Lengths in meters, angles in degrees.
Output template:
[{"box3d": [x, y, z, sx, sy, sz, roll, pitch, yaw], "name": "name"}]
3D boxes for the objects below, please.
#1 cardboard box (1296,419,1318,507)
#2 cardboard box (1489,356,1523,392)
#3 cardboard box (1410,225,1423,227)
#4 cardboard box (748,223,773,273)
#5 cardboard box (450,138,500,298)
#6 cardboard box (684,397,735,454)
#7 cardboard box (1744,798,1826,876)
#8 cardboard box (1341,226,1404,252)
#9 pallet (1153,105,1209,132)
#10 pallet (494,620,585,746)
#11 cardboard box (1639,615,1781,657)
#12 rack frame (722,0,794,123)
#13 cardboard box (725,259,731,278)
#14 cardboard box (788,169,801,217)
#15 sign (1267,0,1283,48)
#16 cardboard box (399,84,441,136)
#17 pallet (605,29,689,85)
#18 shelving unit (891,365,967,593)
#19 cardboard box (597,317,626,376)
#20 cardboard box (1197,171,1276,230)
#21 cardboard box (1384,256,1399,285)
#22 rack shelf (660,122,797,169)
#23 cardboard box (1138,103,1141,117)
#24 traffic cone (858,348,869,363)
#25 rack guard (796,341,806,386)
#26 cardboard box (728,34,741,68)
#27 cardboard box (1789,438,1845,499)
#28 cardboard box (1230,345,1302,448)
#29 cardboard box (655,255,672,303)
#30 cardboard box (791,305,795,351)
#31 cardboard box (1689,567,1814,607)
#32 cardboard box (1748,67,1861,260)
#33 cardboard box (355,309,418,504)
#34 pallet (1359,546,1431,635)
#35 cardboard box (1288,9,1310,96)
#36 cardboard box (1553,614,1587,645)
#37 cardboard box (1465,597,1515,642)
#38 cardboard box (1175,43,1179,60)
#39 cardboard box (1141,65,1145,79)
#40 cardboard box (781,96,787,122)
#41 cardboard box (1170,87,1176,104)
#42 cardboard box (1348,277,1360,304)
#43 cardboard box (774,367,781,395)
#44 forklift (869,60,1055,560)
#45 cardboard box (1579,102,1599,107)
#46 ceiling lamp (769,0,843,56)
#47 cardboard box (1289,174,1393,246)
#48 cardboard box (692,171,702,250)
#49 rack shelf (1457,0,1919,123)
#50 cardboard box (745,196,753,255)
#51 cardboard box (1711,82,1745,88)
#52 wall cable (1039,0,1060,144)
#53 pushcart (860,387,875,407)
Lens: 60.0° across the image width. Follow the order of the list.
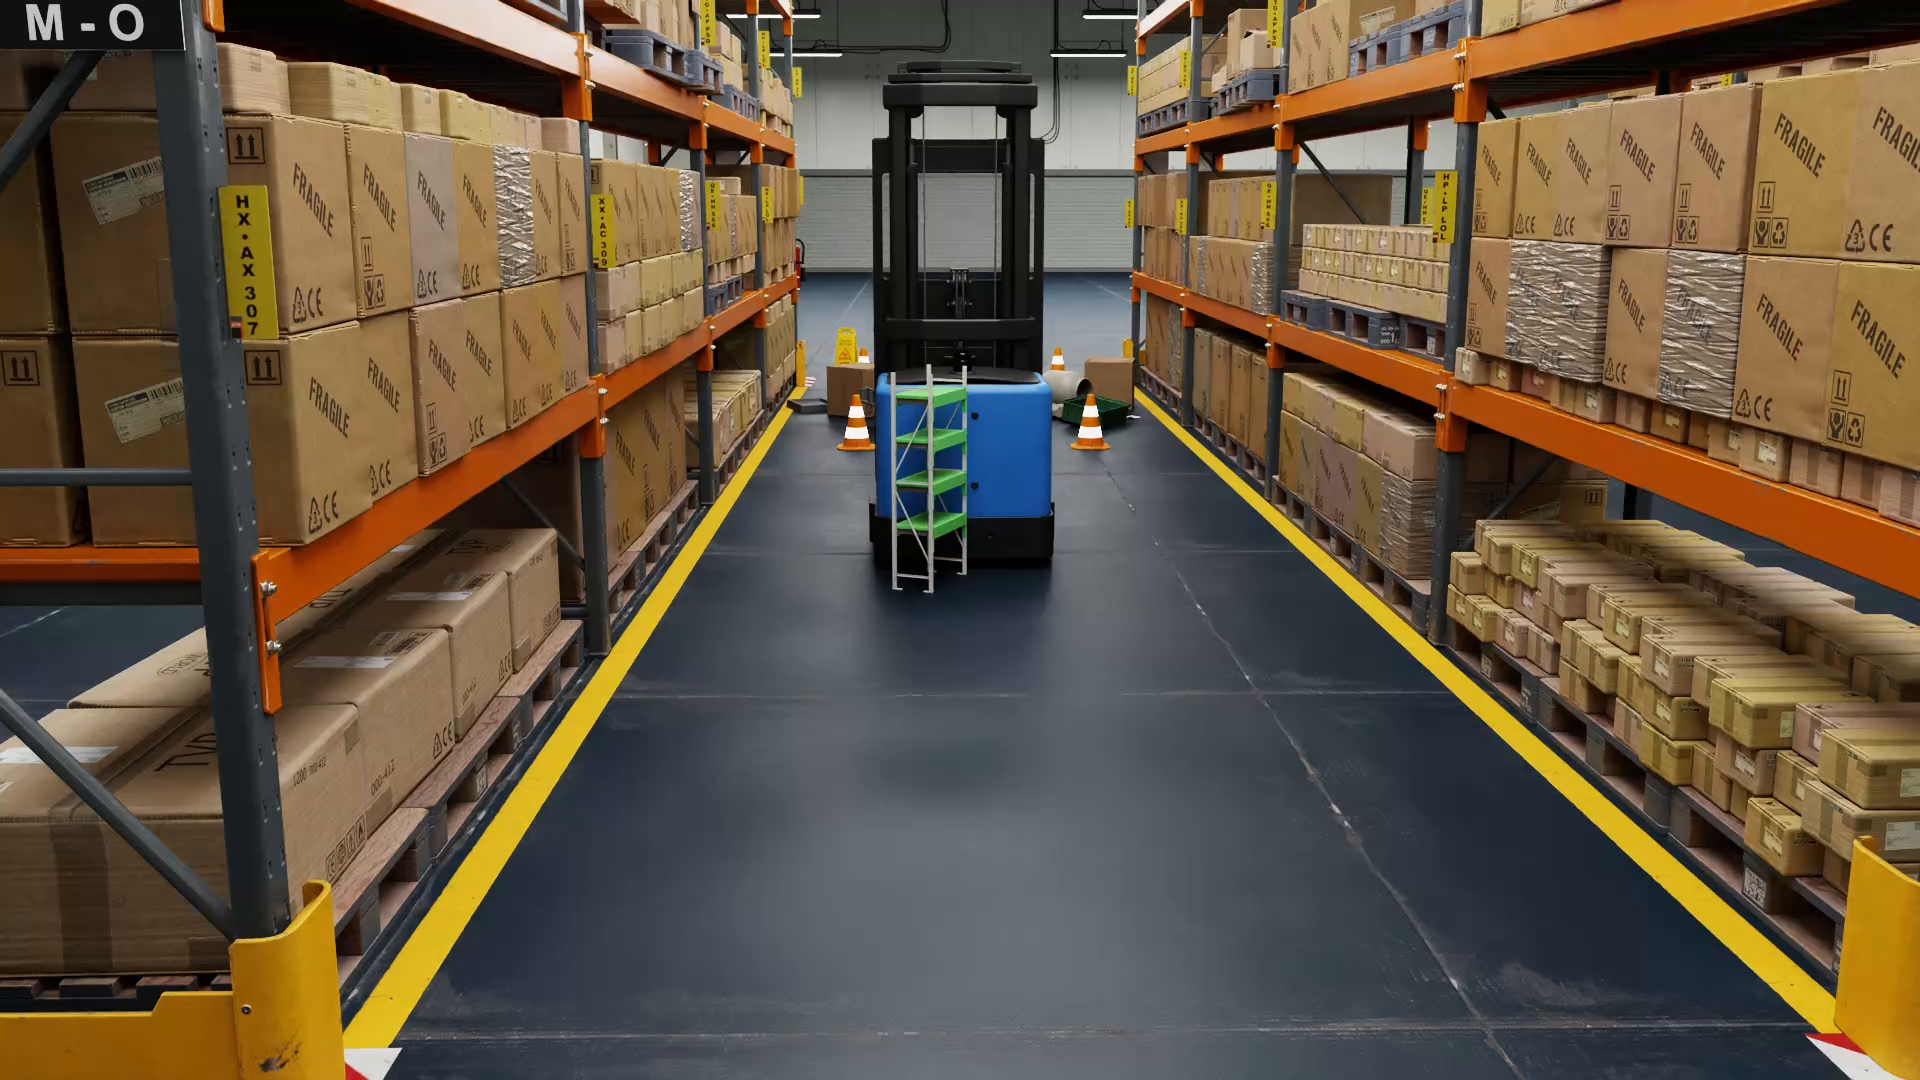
[{"box3d": [2.475, -0.500, 10.710, 0.500, 0.500, 0.500, 0, 11, 0], "name": "cardboard box"}, {"box3d": [2.542, -0.734, 7.264, 0.380, 0.149, 0.250, 0, 11, 1], "name": "cardboard box"}, {"box3d": [3.173, -1.990, 10.901, 0.380, 0.149, 0.250, 0, 11, -2], "name": "cardboard box"}, {"box3d": [-2.059, -2.799, 15.811, 0.500, 0.500, 0.500, 0, 11, -1], "name": "cardboard box"}, {"box3d": [-1.853, -1.070, 5.522, 0.500, 0.500, 0.500, 0, 11, -1], "name": "cardboard box"}, {"box3d": [-2.271, -0.897, 12.991, 0.950, 0.372, 0.625, 0, 11, -2], "name": "cardboard box"}, {"box3d": [2.541, 0.866, 4.859, 0.380, 0.149, 0.250, 0, 11, 1], "name": "cardboard box"}, {"box3d": [2.538, -1.834, 10.133, 0.380, 0.149, 0.250, 0, 11, 1], "name": "cardboard box"}, {"box3d": [2.590, -4.387, 17.318, 1.003, 0.211, 1.213, 0, 11, -1], "name": "pallet"}, {"box3d": [-2.226, 0.593, 7.106, 1.003, 0.211, 1.213, 0, 11, -1], "name": "pallet"}, {"box3d": [2.624, 0.366, 5.828, 0.380, 0.149, 0.250, -1, 11, -3], "name": "cardboard box"}, {"box3d": [-2.411, -6.251, 18.737, 1.000, 3.000, 0.127, 0, 11, -1], "name": "rack frame"}, {"box3d": [-2.051, -2.190, 13.385, 0.380, 0.149, 0.250, 0, 11, 1], "name": "cardboard box"}, {"box3d": [-2.066, -3.693, 17.705, 0.700, 0.500, 0.500, 0, 11, -2], "name": "cardboard box"}, {"box3d": [2.146, -3.522, 11.333, 0.100, 0.325, 0.005, 0, 11, -1], "name": "sign"}, {"box3d": [-1.823, -1.317, 5.107, 0.380, 0.149, 0.250, 0, 11, -1], "name": "cardboard box"}, {"box3d": [-2.153, -2.748, 9.490, 1.003, 0.211, 1.213, 0, 11, 1], "name": "pallet"}, {"box3d": [-0.167, -0.352, 9.275, 0.258, 1.200, 0.503, 5, 12, 22], "name": "shelving unit"}, {"box3d": [-1.908, -0.940, 8.027, 0.500, 0.250, 0.500, -1, 11, -2], "name": "cardboard box"}, {"box3d": [2.645, -3.232, 15.853, 0.875, 0.550, 0.550, 0, 11, -1], "name": "cardboard box"}, {"box3d": [2.555, -1.480, 9.138, 0.380, 0.149, 0.250, -1, 11, -4], "name": "cardboard box"}, {"box3d": [-2.370, -4.031, 17.147, 1.077, 0.370, 4.000, 0, 11, -1], "name": "rack shelf"}, {"box3d": [2.222, -4.883, 18.865, 0.380, 0.149, 0.250, 0, 11, -1], "name": "cardboard box"}, {"box3d": [-1.112, -1.987, 19.190, 0.336, 0.463, 0.334, 0, 11, -1], "name": "traffic cone"}, {"box3d": [-2.409, -2.070, 19.507, 1.175, 0.500, 0.348, 0, 11, -1], "name": "rack guard"}, {"box3d": [-2.189, -4.248, 14.474, 0.500, 0.250, 0.500, 0, 11, 0], "name": "cardboard box"}, {"box3d": [2.589, -0.210, 4.684, 0.380, 0.149, 0.250, 0, 11, -2], "name": "cardboard box"}, {"box3d": [2.757, -1.159, 13.331, 1.050, 0.750, 0.750, 0, 11, 0], "name": "cardboard box"}, {"box3d": [-1.925, -1.490, 9.478, 0.500, 0.250, 0.500, -1, 11, -3], "name": "cardboard box"}, {"box3d": [-2.134, -2.378, 18.711, 0.500, 0.500, 0.500, 0, 11, -1], "name": "cardboard box"}, {"box3d": [3.134, 0.209, 6.601, 0.380, 0.149, 0.250, -1, 11, -4], "name": "cardboard box"}, {"box3d": [2.598, -1.046, 4.656, 0.500, 0.500, 0.500, -1, 11, -3], "name": "cardboard box"}, {"box3d": [-1.842, -0.376, 4.617, 0.500, 0.500, 0.500, 0, 11, -2], "name": "cardboard box"}, {"box3d": [2.766, 0.246, 8.815, 1.003, 0.211, 1.213, 0, 11, -1], "name": "pallet"}, {"box3d": [2.447, -3.165, 10.821, 0.500, 0.500, 0.500, 0, 11, -1], "name": "cardboard box"}, {"box3d": [2.592, 0.360, 6.607, 0.380, 0.149, 0.250, 0, 11, 1], "name": "cardboard box"}, {"box3d": [2.476, 0.352, 7.392, 0.380, 0.149, 0.250, 0, 11, 1], "name": "cardboard box"}, {"box3d": [2.283, -4.720, 16.055, 0.380, 0.149, 0.250, 0, 11, -1], "name": "cardboard box"}, {"box3d": [2.229, -5.226, 18.549, 0.380, 0.149, 0.250, 0, 11, -1], "name": "cardboard box"}, {"box3d": [-2.106, -4.549, 17.523, 0.500, 0.250, 0.500, 0, 11, 0], "name": "cardboard box"}, {"box3d": [2.274, -4.381, 16.389, 0.380, 0.149, 0.250, 0, 11, -1], "name": "cardboard box"}, {"box3d": [2.538, -1.490, 9.936, 0.380, 0.149, 0.250, 0, 11, 0], "name": "cardboard box"}, {"box3d": [-2.093, -1.598, 16.752, 0.500, 0.250, 0.500, 0, 11, 2], "name": "cardboard box"}, {"box3d": [-0.019, -1.562, 10.885, 1.130, 2.935, 3.031, 0, 11, -2], "name": "forklift"}, {"box3d": [7.180, -4.836, 18.681, 0.380, 0.149, 0.250, 0, 11, 0], "name": "cardboard box"}, {"box3d": [-4.052, -14.163, 43.057, 2.000, 3.185, 0.800, 0, 11, -1], "name": "ceiling lamp"}, {"box3d": [2.702, -2.389, 12.025, 0.700, 0.500, 0.500, 0, 11, -1], "name": "cardboard box"}, {"box3d": [-1.973, -2.158, 10.884, 0.500, 0.500, 0.500, -1, 11, -3], "name": "cardboard box"}, {"box3d": [2.825, -1.686, 5.588, 1.077, 0.370, 4.000, 0, 11, -1], "name": "rack shelf"}, {"box3d": [-2.078, -2.727, 14.399, 0.500, 0.500, 0.500, 0, 11, -1], "name": "cardboard box"}, {"box3d": [7.284, -4.212, 15.604, 0.380, 0.149, 0.250, 0, 11, 1], "name": "cardboard box"}, {"box3d": [1.873, -14.345, 50.079, 2.305, 6.003, 0.169, 0, 11, -1], "name": "wall cable"}, {"box3d": [-0.050, -1.250, 15.770, 1.648, 0.377, 0.936, -4, 12, -21], "name": "pushcart"}]
